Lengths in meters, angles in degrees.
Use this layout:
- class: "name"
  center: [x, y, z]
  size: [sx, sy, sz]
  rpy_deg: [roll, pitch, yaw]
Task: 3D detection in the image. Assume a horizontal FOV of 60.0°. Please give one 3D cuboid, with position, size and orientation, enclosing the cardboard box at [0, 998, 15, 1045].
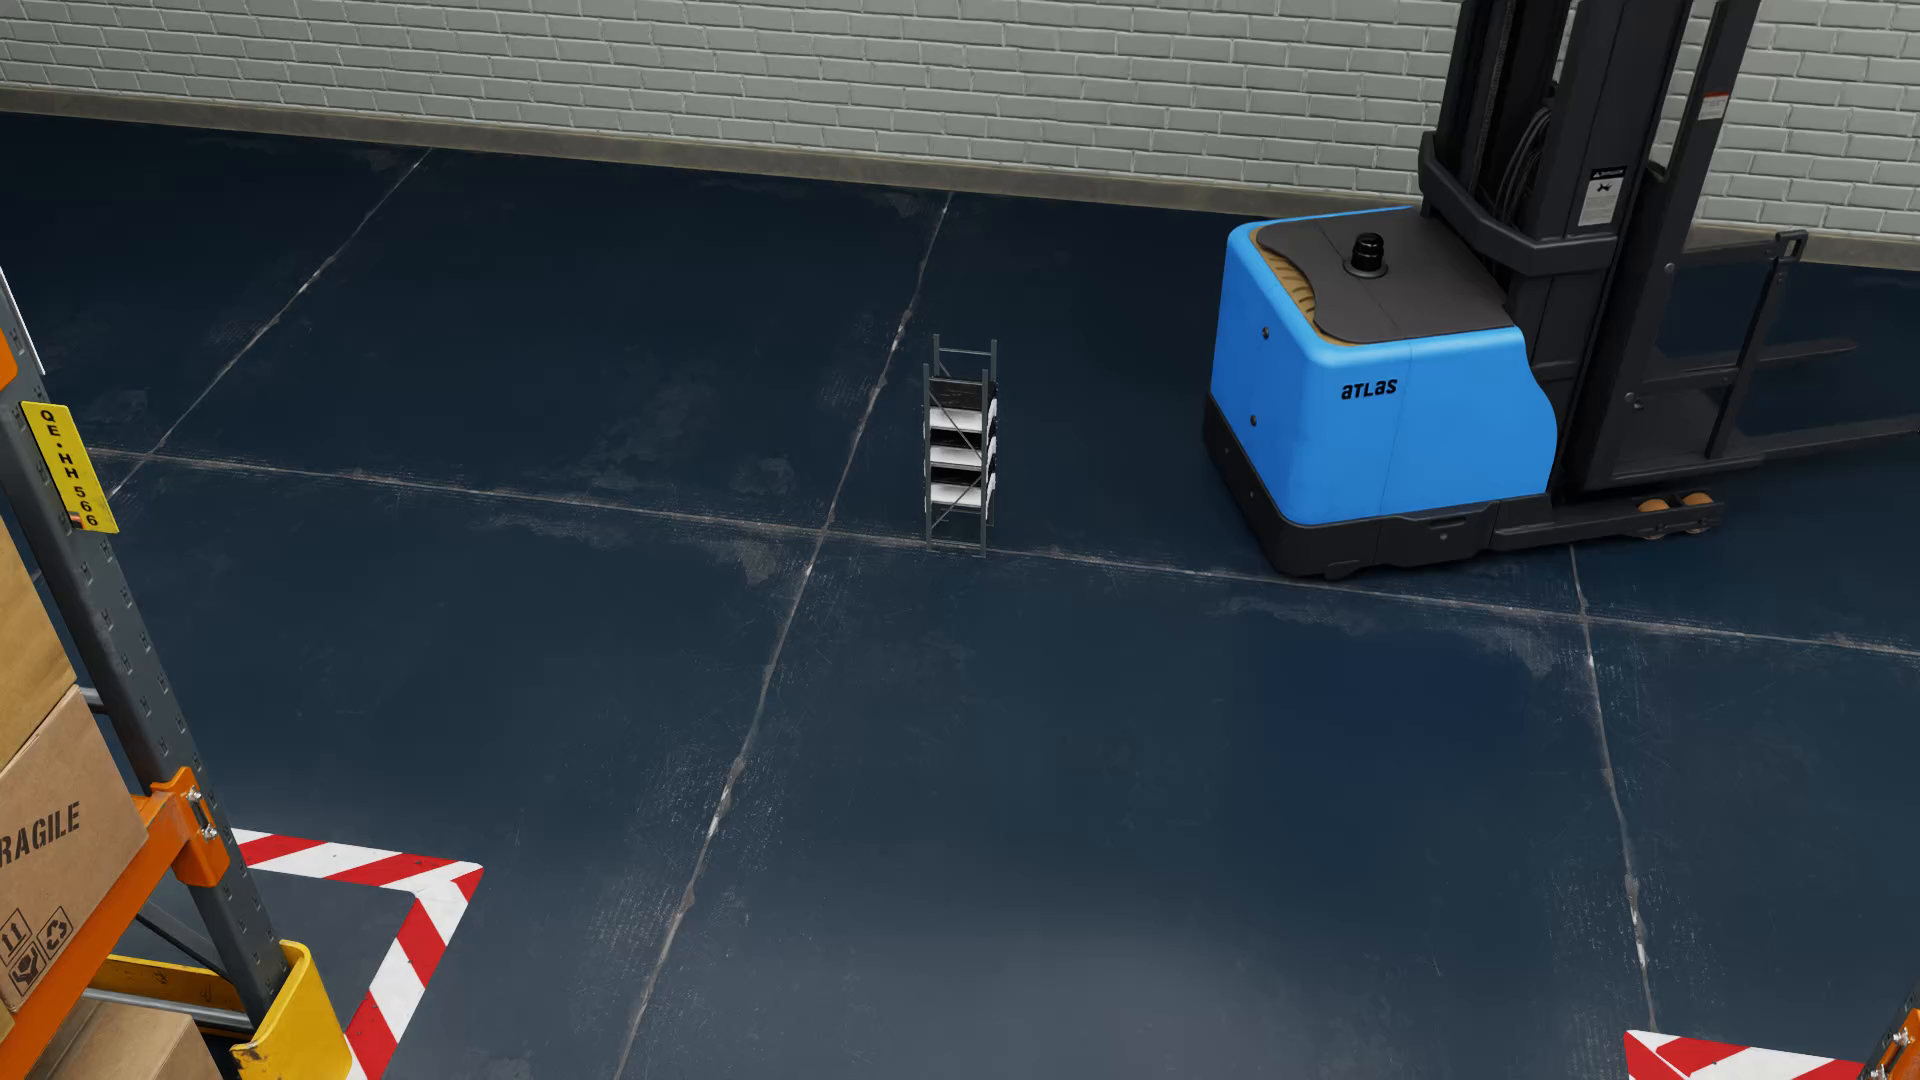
- class: "cardboard box"
  center: [-2.264, 0.948, 3.171]
  size: [0.500, 0.500, 0.500]
  rpy_deg: [7, 40, 8]

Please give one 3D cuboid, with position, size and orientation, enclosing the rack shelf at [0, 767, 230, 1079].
- class: "rack shelf"
  center: [-2.714, 1.881, 2.685]
  size: [1.077, 0.370, 4.000]
  rpy_deg: [6, 40, 8]

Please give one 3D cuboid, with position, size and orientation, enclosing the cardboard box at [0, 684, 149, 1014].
- class: "cardboard box"
  center: [-2.178, 0.622, 3.566]
  size: [0.500, 0.500, 0.500]
  rpy_deg: [8, 40, 9]

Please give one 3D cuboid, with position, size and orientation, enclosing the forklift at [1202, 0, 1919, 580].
- class: "forklift"
  center: [2.615, -1.453, 6.207]
  size: [3.031, 2.935, 1.130]
  rpy_deg: [-8, 40, -9]

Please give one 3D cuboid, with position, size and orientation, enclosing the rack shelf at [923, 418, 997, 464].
- class: "rack shelf"
  center: [0.001, -0.396, 6.433]
  size: [0.258, 0.077, 0.200]
  rpy_deg: [6, 40, 8]

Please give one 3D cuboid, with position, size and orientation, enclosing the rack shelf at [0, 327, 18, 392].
- class: "rack shelf"
  center: [-2.714, 0.725, 1.729]
  size: [1.077, 0.370, 4.000]
  rpy_deg: [6, 40, 8]

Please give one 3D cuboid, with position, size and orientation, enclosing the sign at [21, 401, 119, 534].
- class: "sign"
  center: [-1.825, -0.145, 3.415]
  size: [0.100, 0.325, 0.005]
  rpy_deg: [6, 40, 8]

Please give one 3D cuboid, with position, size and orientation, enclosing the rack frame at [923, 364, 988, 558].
- class: "rack frame"
  center: [-0.016, -0.288, 6.392]
  size: [0.240, 0.900, 0.006]
  rpy_deg: [6, 40, 8]

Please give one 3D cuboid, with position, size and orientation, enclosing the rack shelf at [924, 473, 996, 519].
- class: "rack shelf"
  center: [0.001, -0.187, 6.605]
  size: [0.258, 0.077, 0.200]
  rpy_deg: [6, 40, 8]

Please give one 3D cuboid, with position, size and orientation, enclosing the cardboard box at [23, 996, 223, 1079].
- class: "cardboard box"
  center: [-2.220, 1.511, 4.184]
  size: [0.500, 0.500, 0.500]
  rpy_deg: [6, 40, 8]

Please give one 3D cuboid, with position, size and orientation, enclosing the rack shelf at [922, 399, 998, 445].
- class: "rack shelf"
  center: [0.001, -0.465, 6.376]
  size: [0.258, 0.077, 0.200]
  rpy_deg: [6, 40, 8]

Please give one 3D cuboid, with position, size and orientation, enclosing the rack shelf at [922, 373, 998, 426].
- class: "rack shelf"
  center: [0.001, -0.534, 6.319]
  size: [0.258, 0.077, 0.200]
  rpy_deg: [6, 40, 8]

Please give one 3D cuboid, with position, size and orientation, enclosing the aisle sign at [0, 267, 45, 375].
- class: "aisle sign"
  center: [-2.055, -0.662, 3.156]
  size: [0.394, 0.787, 0.004]
  rpy_deg: [6, 40, 8]

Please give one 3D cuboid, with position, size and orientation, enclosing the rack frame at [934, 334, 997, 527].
- class: "rack frame"
  center: [0.019, -0.416, 6.547]
  size: [0.240, 0.900, 0.006]
  rpy_deg: [6, 40, 8]

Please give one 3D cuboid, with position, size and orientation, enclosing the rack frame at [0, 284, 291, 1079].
- class: "rack frame"
  center: [-2.368, 0.349, 3.974]
  size: [1.000, 3.000, 0.127]
  rpy_deg: [6, 40, 8]

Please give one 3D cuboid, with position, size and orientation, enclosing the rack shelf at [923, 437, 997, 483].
- class: "rack shelf"
  center: [0.001, -0.326, 6.491]
  size: [0.258, 0.077, 0.200]
  rpy_deg: [6, 40, 8]

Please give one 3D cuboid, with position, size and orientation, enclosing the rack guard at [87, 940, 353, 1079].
- class: "rack guard"
  center: [-2.382, 1.360, 4.713]
  size: [1.175, 0.500, 0.348]
  rpy_deg: [6, 40, 8]

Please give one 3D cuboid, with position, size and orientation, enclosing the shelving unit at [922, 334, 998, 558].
- class: "shelving unit"
  center: [0.001, -0.352, 6.469]
  size: [0.258, 0.900, 0.210]
  rpy_deg: [6, 40, 8]

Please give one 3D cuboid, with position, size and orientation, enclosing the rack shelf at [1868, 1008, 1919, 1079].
- class: "rack shelf"
  center: [2.164, 2.430, 2.021]
  size: [1.077, 0.370, 4.000]
  rpy_deg: [6, 40, 8]

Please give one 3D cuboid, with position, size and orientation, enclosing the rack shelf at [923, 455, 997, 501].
- class: "rack shelf"
  center: [0.001, -0.257, 6.548]
  size: [0.258, 0.077, 0.200]
  rpy_deg: [6, 40, 8]

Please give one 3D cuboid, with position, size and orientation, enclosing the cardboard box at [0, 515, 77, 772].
- class: "cardboard box"
  center: [-2.175, 0.235, 3.249]
  size: [0.500, 0.500, 0.500]
  rpy_deg: [6, 40, 7]
